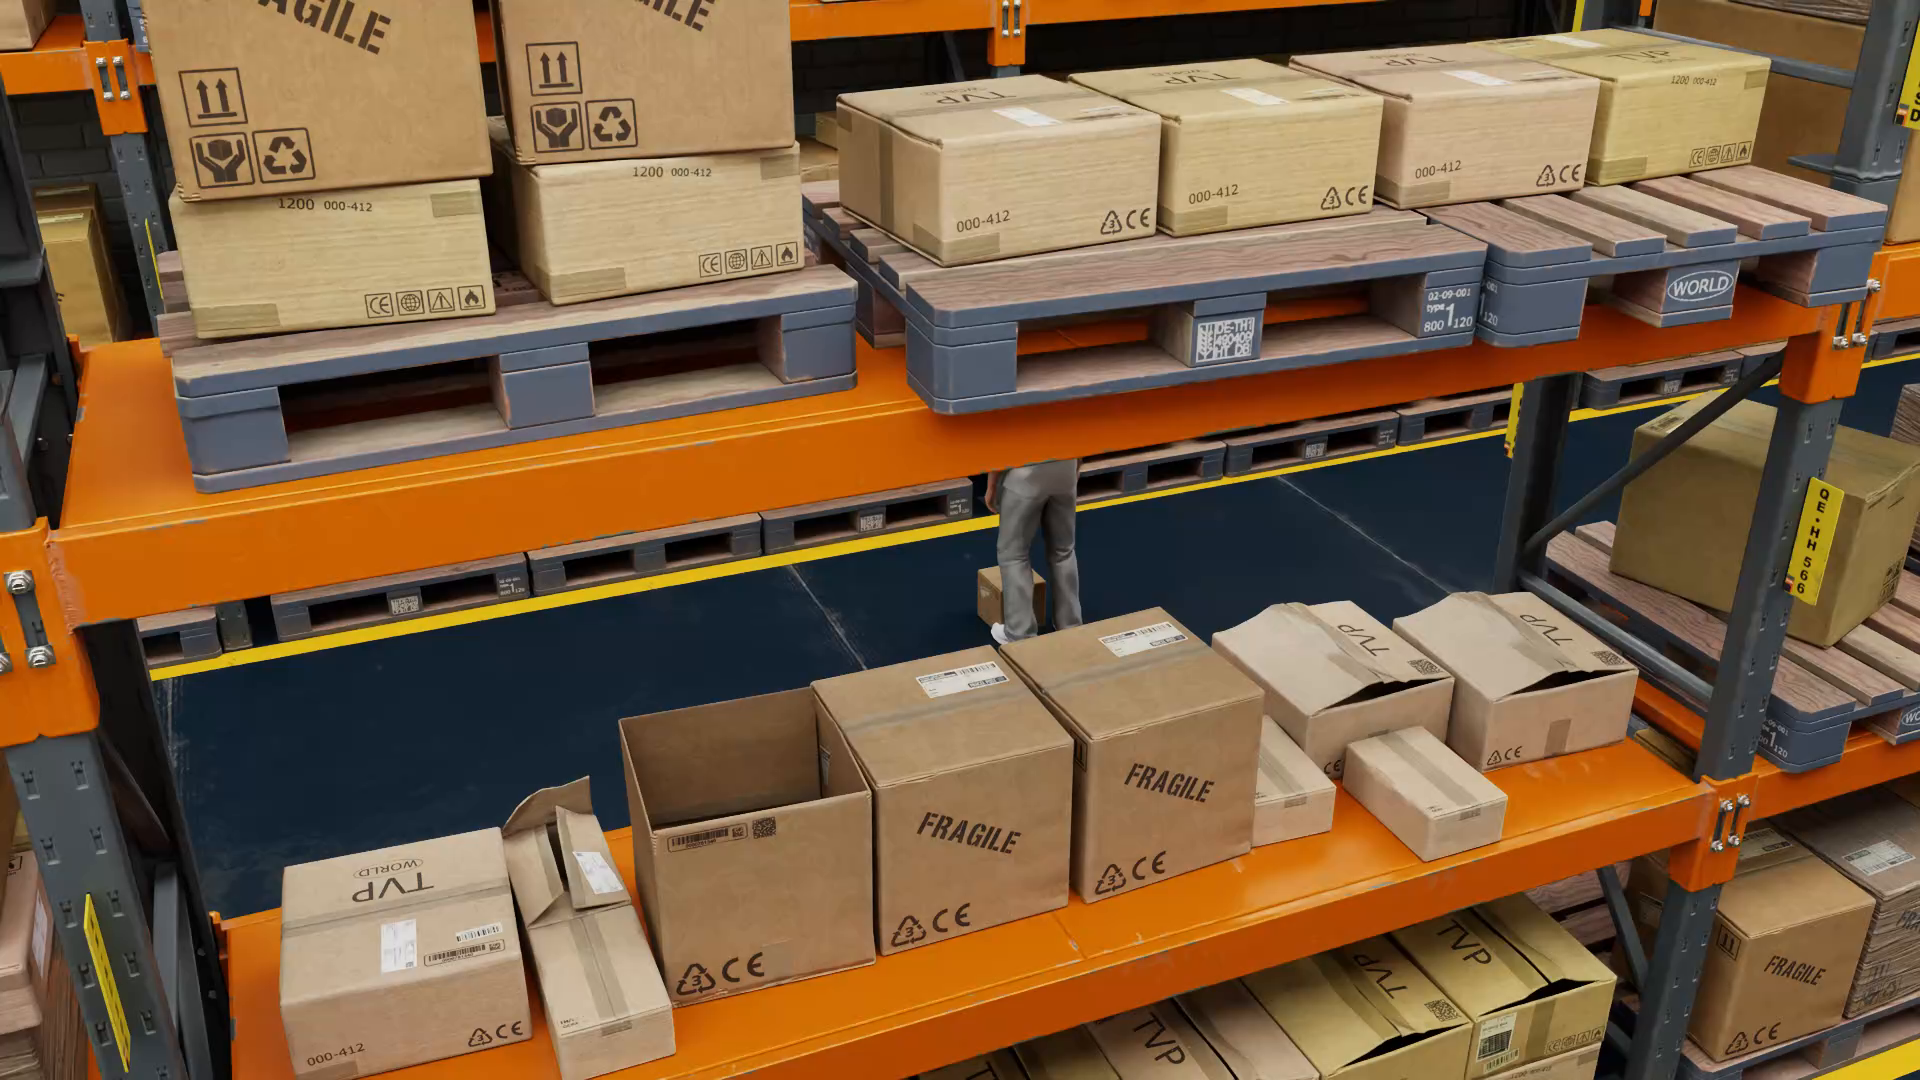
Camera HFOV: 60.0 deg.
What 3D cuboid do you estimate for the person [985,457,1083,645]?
[{"bbox_3d":[0.355,-0.258,7.641,0.509,1.673,0.356,-12,28,-22],"label":"person"}]
